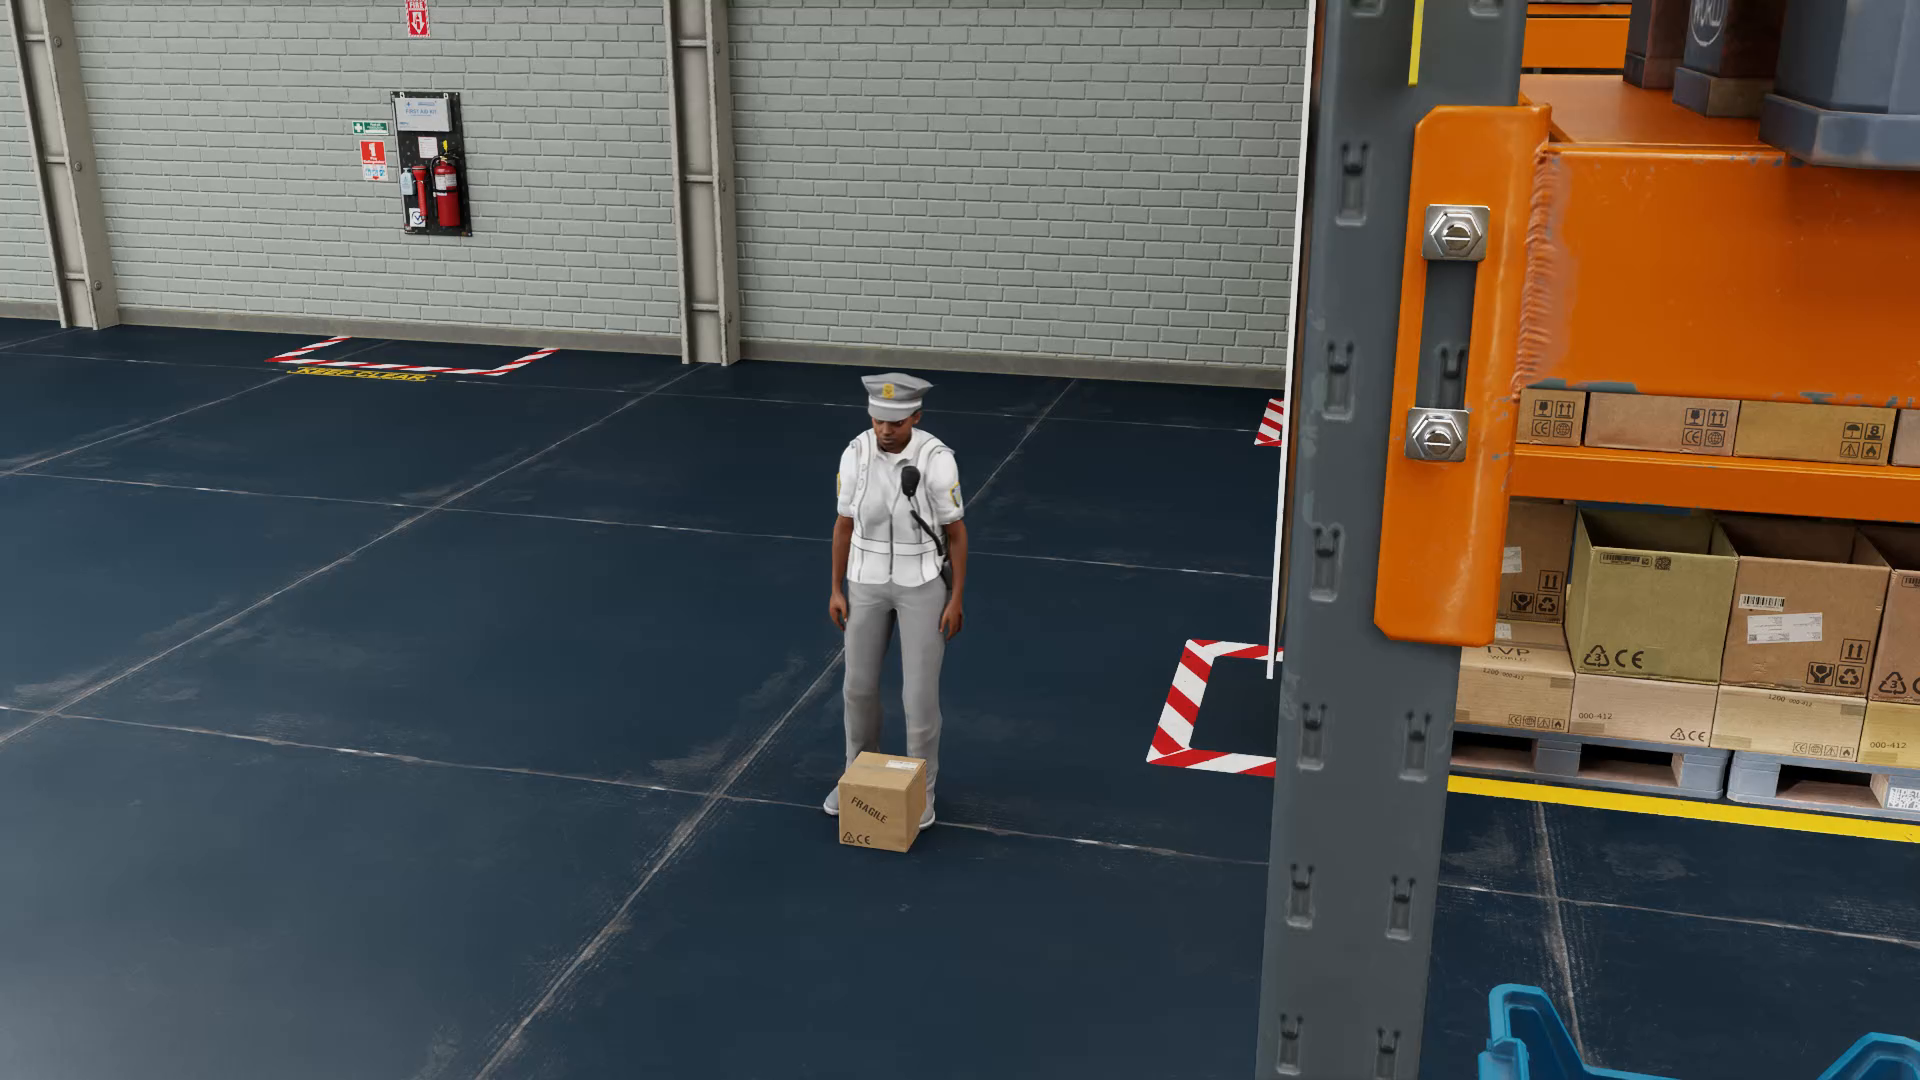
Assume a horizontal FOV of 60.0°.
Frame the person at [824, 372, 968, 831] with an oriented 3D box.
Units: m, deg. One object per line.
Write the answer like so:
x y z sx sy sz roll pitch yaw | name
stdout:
-0.234 0.203 5.954 0.514 1.657 0.417 4 19 13 | person
